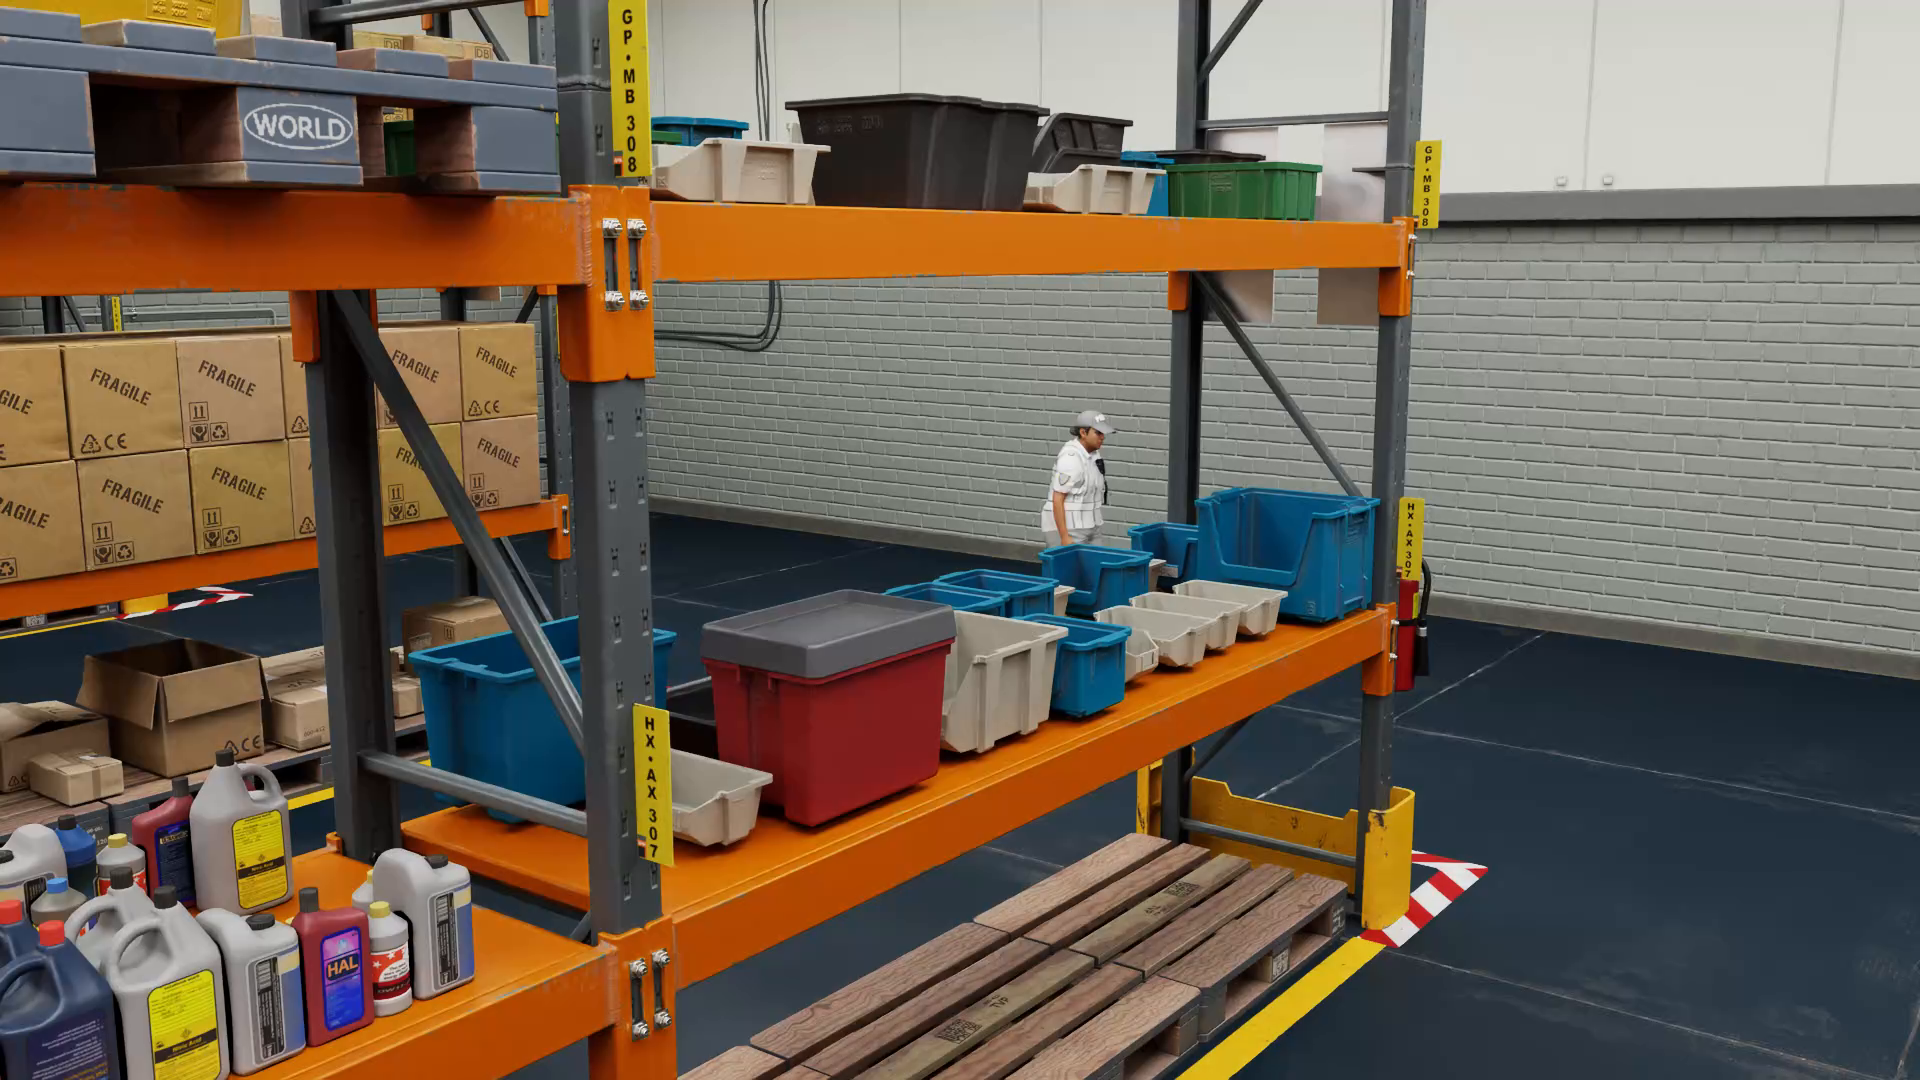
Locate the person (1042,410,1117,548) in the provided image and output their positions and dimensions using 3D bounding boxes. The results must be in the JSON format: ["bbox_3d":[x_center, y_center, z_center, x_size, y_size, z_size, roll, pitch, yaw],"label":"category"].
[{"bbox_3d":[0.797,-0.038,11.097,0.469,1.666,0.563,6,12,32],"label":"person"}]
